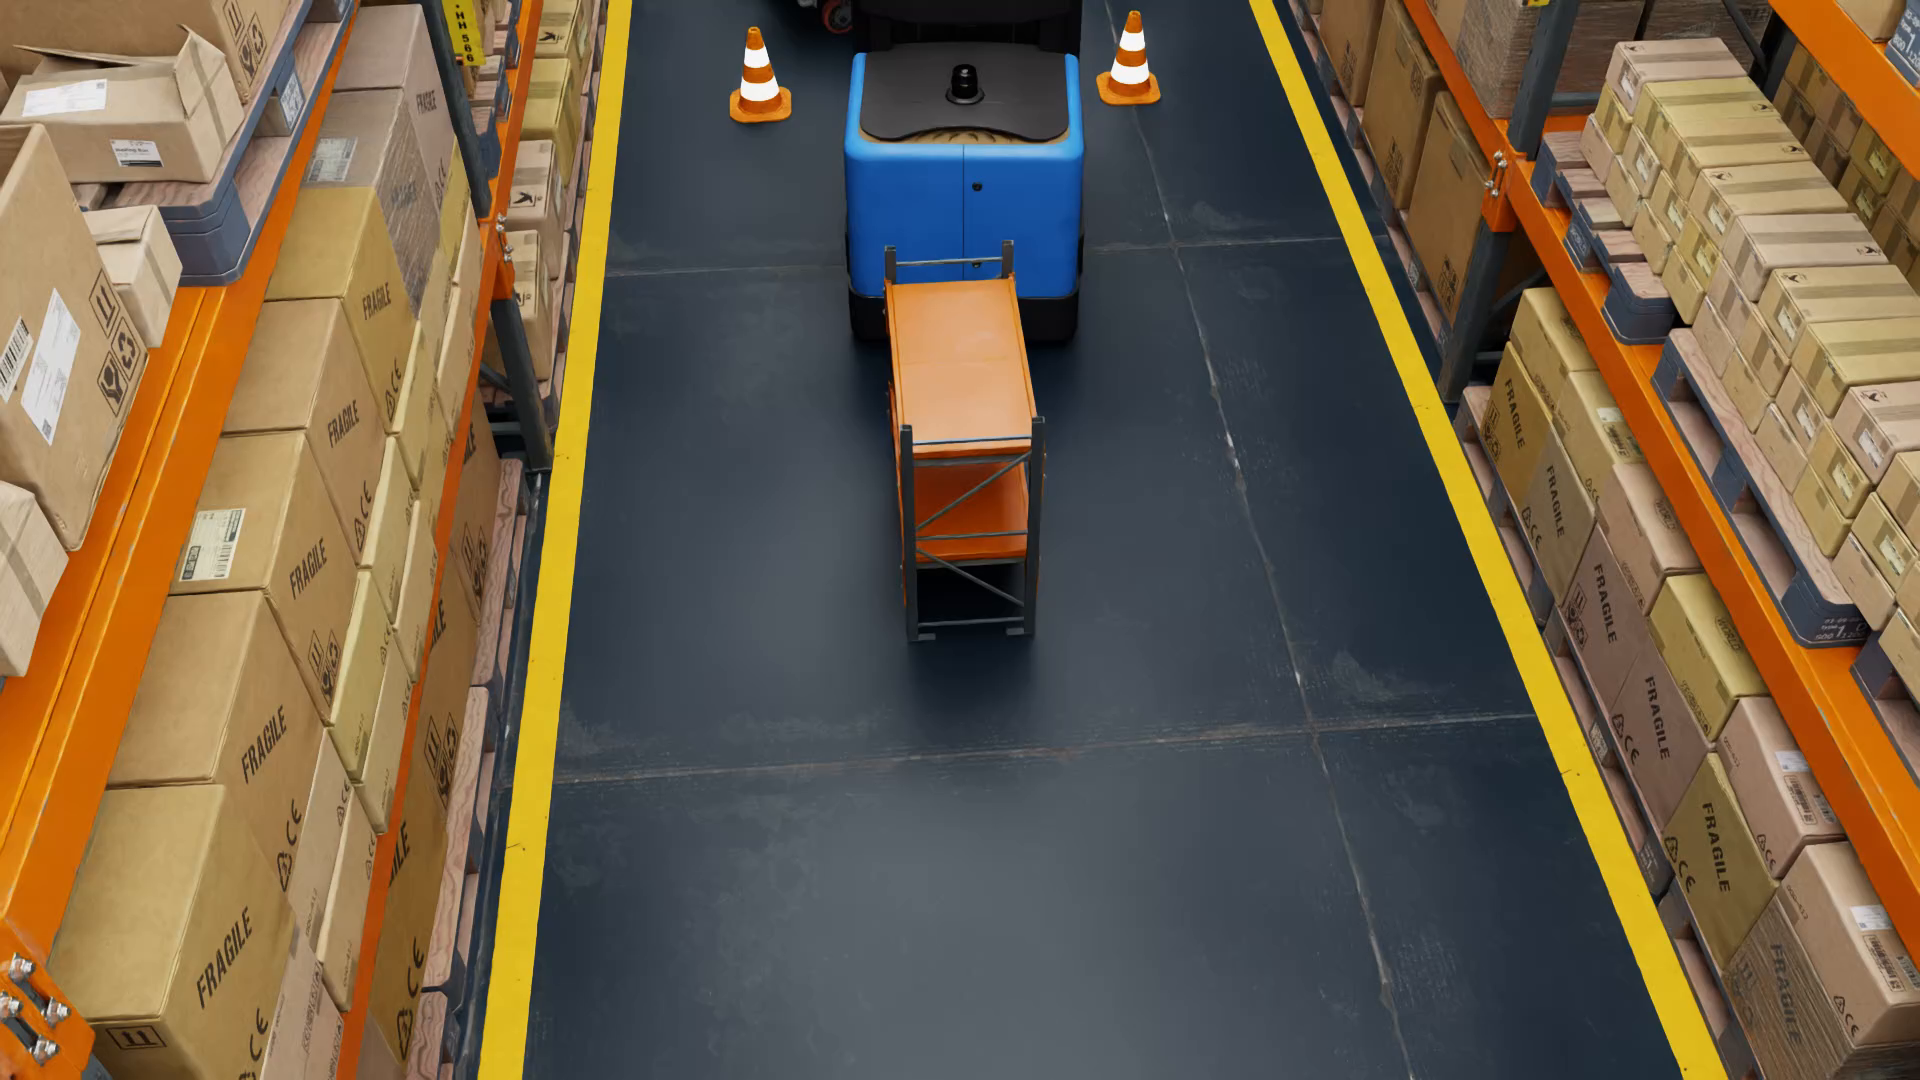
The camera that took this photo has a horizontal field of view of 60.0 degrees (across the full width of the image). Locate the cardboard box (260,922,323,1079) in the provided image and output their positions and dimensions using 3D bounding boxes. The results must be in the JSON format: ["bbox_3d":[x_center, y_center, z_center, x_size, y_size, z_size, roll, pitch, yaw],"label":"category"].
[{"bbox_3d":[-1.681,1.099,3.539,0.500,0.250,0.500,-5,47,-4],"label":"cardboard box"}]

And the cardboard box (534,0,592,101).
[{"bbox_3d":[-2.485,-2.575,8.780,0.950,0.372,0.625,-1,47,-1],"label":"cardboard box"}]

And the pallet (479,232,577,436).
[{"bbox_3d":[-2.324,-0.946,7.637,1.003,0.211,1.213,-3,47,-3],"label":"pallet"}]

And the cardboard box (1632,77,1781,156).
[{"bbox_3d":[2.535,-1.436,5.654,0.380,0.149,0.250,-5,47,-4],"label":"cardboard box"}]

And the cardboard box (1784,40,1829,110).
[{"bbox_3d":[3.162,-1.649,5.857,0.380,0.149,0.250,-5,47,-5],"label":"cardboard box"}]

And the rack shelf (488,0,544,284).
[{"bbox_3d":[-2.428,-2.539,7.721,1.077,0.370,4.000,-3,47,-3],"label":"rack shelf"}]

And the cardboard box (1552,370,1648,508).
[{"bbox_3d":[2.523,-0.376,6.092,0.500,0.250,0.500,-4,47,-4],"label":"cardboard box"}]

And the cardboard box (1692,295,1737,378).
[{"bbox_3d":[2.594,-0.659,5.328,0.380,0.149,0.250,-2,47,-2],"label":"cardboard box"}]

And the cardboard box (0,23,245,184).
[{"bbox_3d":[-1.730,-0.918,3.428,0.396,0.266,0.258,0,47,0],"label":"cardboard box"}]

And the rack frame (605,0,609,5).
[{"bbox_3d":[-2.595,-4.234,8.830,1.000,3.000,0.127,-3,47,-3],"label":"rack frame"}]

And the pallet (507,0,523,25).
[{"bbox_3d":[-2.467,-2.703,7.513,1.003,0.211,1.213,-3,47,-3],"label":"pallet"}]

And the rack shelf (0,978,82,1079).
[{"bbox_3d":[-1.758,2.217,1.150,1.077,0.370,4.000,-3,47,-3],"label":"rack shelf"}]

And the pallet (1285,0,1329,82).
[{"bbox_3d":[2.469,-3.095,9.672,1.003,0.211,1.213,-3,47,-3],"label":"pallet"}]

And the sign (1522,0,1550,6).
[{"bbox_3d":[2.111,-2.076,5.989,0.100,0.325,0.005,-3,47,-3],"label":"sign"}]

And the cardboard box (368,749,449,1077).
[{"bbox_3d":[-2.141,1.044,5.006,0.875,0.875,0.875,-2,47,-2],"label":"cardboard box"}]

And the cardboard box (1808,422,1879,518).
[{"bbox_3d":[2.655,-0.209,4.698,0.380,0.149,0.250,-3,47,-3],"label":"cardboard box"}]

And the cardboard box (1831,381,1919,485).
[{"bbox_3d":[2.662,-0.304,4.582,0.380,0.149,0.250,-5,47,-5],"label":"cardboard box"}]

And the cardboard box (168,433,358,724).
[{"bbox_3d":[-1.786,0.111,3.958,0.500,0.500,0.500,-5,47,-4],"label":"cardboard box"}]

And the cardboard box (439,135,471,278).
[{"bbox_3d":[-1.967,-1.125,5.645,0.500,0.250,0.500,-4,47,-3],"label":"cardboard box"}]

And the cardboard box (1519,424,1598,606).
[{"bbox_3d":[2.514,-0.108,6.355,0.500,0.500,0.500,-3,47,-3],"label":"cardboard box"}]

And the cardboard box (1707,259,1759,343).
[{"bbox_3d":[2.596,-0.760,5.219,0.380,0.149,0.250,-3,47,-3],"label":"cardboard box"}]

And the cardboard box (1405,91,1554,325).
[{"bbox_3d":[2.702,-1.531,7.530,1.050,0.750,0.750,-4,47,-4],"label":"cardboard box"}]

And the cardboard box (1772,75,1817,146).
[{"bbox_3d":[3.159,-1.544,5.962,0.380,0.149,0.250,-3,47,-2],"label":"cardboard box"}]

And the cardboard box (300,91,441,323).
[{"bbox_3d":[-1.905,-0.989,5.000,0.500,0.500,0.500,-3,47,-3],"label":"cardboard box"}]

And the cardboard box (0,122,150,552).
[{"bbox_3d":[-1.710,-0.311,2.691,0.500,0.500,0.500,-4,47,-4],"label":"cardboard box"}]

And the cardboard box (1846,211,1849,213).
[{"bbox_3d":[3.204,-1.077,5.724,0.380,0.149,0.250,-3,47,-3],"label":"cardboard box"}]

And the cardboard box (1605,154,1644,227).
[{"bbox_3d":[2.522,-1.242,5.880,0.380,0.149,0.250,-1,47,-1],"label":"cardboard box"}]

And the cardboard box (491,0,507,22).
[{"bbox_3d":[-2.072,-2.252,6.837,0.380,0.149,0.250,-3,47,-3],"label":"cardboard box"}]

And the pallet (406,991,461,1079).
[{"bbox_3d":[-2.065,1.960,4.885,1.003,0.211,1.213,-3,47,-3],"label":"pallet"}]

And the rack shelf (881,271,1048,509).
[{"bbox_3d":[0.001,-0.583,6.261,0.538,0.278,1.000,-3,47,-3],"label":"rack shelf"}]

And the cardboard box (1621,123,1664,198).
[{"bbox_3d":[2.529,-1.316,5.746,0.380,0.149,0.250,-1,47,-1],"label":"cardboard box"}]

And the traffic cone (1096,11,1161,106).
[{"bbox_3d":[0.936,-2.673,9.100,0.336,0.463,0.334,-3,47,-3],"label":"traffic cone"}]

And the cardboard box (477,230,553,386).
[{"bbox_3d":[-2.298,-0.990,7.279,0.950,0.372,0.625,-6,47,-6],"label":"cardboard box"}]

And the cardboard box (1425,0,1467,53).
[{"bbox_3d":[2.318,-2.419,7.042,0.500,0.500,0.500,-3,47,-3],"label":"cardboard box"}]

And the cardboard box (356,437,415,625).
[{"bbox_3d":[-1.813,-0.009,4.588,0.500,0.250,0.500,-5,47,-4],"label":"cardboard box"}]

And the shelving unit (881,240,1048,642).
[{"bbox_3d":[0.001,-0.382,6.473,0.538,1.125,1.048,-3,47,-3],"label":"shelving unit"}]

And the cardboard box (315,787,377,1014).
[{"bbox_3d":[-1.744,0.897,4.074,0.500,0.250,0.500,-5,47,-4],"label":"cardboard box"}]

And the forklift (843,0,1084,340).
[{"bbox_3d":[0.034,-2.982,7.692,1.130,2.935,3.031,1,47,0],"label":"forklift"}]

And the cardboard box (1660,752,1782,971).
[{"bbox_3d":[2.643,1.004,5.302,0.500,0.500,0.500,-4,47,-4],"label":"cardboard box"}]

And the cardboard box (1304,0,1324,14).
[{"bbox_3d":[2.471,-3.535,9.429,1.050,0.750,0.750,-4,47,-3],"label":"cardboard box"}]

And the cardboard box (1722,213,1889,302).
[{"bbox_3d":[2.597,-0.871,5.119,0.380,0.149,0.250,-2,47,-1],"label":"cardboard box"}]

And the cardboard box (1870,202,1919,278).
[{"bbox_3d":[3.228,-0.980,5.428,0.380,0.149,0.250,-3,47,-3],"label":"cardboard box"}]

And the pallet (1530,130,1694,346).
[{"bbox_3d":[2.830,-1.139,6.031,1.213,0.211,1.003,-3,47,-3],"label":"pallet"}]

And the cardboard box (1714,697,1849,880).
[{"bbox_3d":[2.655,0.741,5.034,0.500,0.250,0.500,-1,47,-1],"label":"cardboard box"}]

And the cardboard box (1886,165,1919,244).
[{"bbox_3d":[3.228,-1.085,5.322,0.380,0.149,0.250,-2,47,-2],"label":"cardboard box"}]

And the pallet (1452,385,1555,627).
[{"bbox_3d":[2.728,-0.189,6.920,1.003,0.211,1.213,-3,47,-3],"label":"pallet"}]

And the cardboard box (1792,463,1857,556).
[{"bbox_3d":[2.656,-0.095,4.795,0.380,0.149,0.250,-2,47,-2],"label":"cardboard box"}]

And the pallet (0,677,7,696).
[{"bbox_3d":[-2.051,-0.072,2.954,0.805,0.209,1.217,-5,47,-5],"label":"pallet"}]

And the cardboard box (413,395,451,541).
[{"bbox_3d":[-1.875,-0.204,5.117,0.500,0.250,0.500,-4,47,-4],"label":"cardboard box"}]
